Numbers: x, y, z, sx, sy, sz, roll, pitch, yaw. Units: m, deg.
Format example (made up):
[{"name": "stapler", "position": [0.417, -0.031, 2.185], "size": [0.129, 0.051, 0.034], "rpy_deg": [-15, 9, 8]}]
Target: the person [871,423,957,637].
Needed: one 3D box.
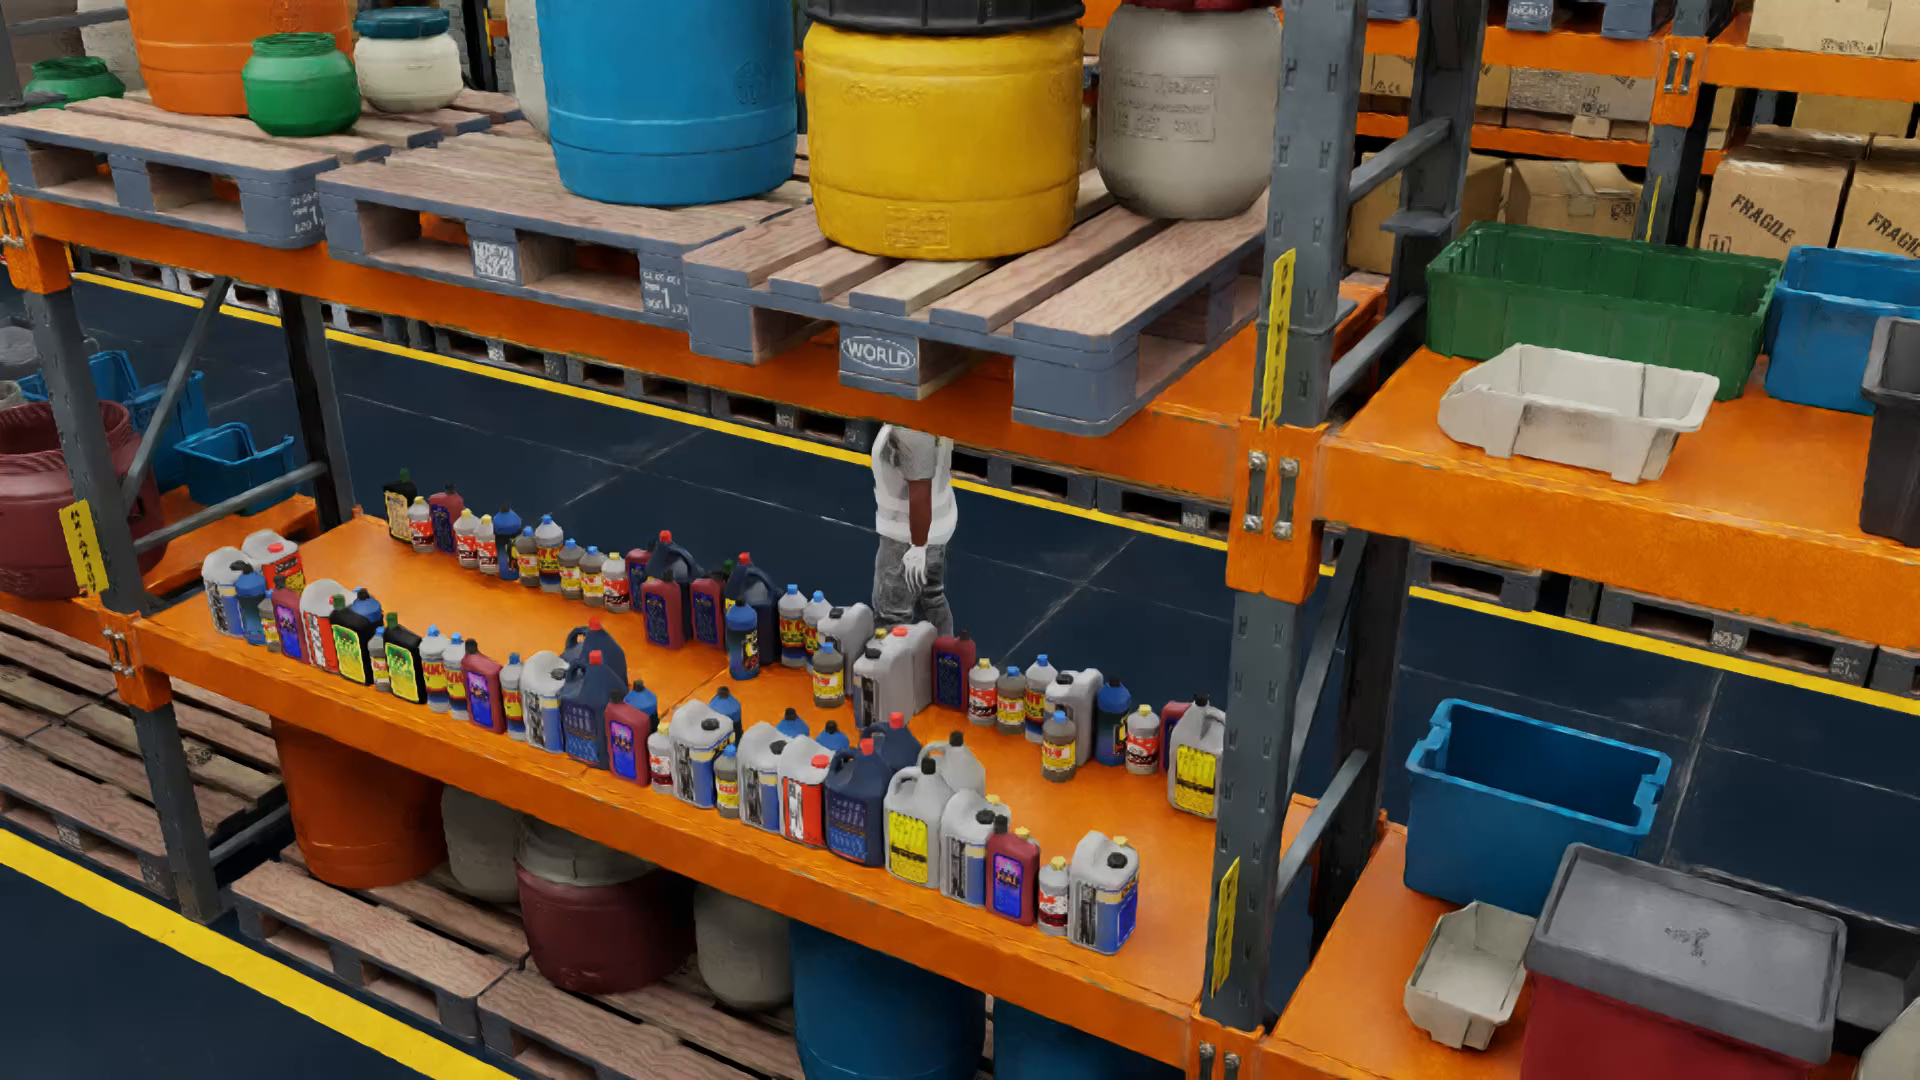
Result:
[{"name": "person", "position": [-0.246, -0.040, 7.125], "size": [0.455, 1.776, 0.687], "rpy_deg": [4, 27, 9]}]
